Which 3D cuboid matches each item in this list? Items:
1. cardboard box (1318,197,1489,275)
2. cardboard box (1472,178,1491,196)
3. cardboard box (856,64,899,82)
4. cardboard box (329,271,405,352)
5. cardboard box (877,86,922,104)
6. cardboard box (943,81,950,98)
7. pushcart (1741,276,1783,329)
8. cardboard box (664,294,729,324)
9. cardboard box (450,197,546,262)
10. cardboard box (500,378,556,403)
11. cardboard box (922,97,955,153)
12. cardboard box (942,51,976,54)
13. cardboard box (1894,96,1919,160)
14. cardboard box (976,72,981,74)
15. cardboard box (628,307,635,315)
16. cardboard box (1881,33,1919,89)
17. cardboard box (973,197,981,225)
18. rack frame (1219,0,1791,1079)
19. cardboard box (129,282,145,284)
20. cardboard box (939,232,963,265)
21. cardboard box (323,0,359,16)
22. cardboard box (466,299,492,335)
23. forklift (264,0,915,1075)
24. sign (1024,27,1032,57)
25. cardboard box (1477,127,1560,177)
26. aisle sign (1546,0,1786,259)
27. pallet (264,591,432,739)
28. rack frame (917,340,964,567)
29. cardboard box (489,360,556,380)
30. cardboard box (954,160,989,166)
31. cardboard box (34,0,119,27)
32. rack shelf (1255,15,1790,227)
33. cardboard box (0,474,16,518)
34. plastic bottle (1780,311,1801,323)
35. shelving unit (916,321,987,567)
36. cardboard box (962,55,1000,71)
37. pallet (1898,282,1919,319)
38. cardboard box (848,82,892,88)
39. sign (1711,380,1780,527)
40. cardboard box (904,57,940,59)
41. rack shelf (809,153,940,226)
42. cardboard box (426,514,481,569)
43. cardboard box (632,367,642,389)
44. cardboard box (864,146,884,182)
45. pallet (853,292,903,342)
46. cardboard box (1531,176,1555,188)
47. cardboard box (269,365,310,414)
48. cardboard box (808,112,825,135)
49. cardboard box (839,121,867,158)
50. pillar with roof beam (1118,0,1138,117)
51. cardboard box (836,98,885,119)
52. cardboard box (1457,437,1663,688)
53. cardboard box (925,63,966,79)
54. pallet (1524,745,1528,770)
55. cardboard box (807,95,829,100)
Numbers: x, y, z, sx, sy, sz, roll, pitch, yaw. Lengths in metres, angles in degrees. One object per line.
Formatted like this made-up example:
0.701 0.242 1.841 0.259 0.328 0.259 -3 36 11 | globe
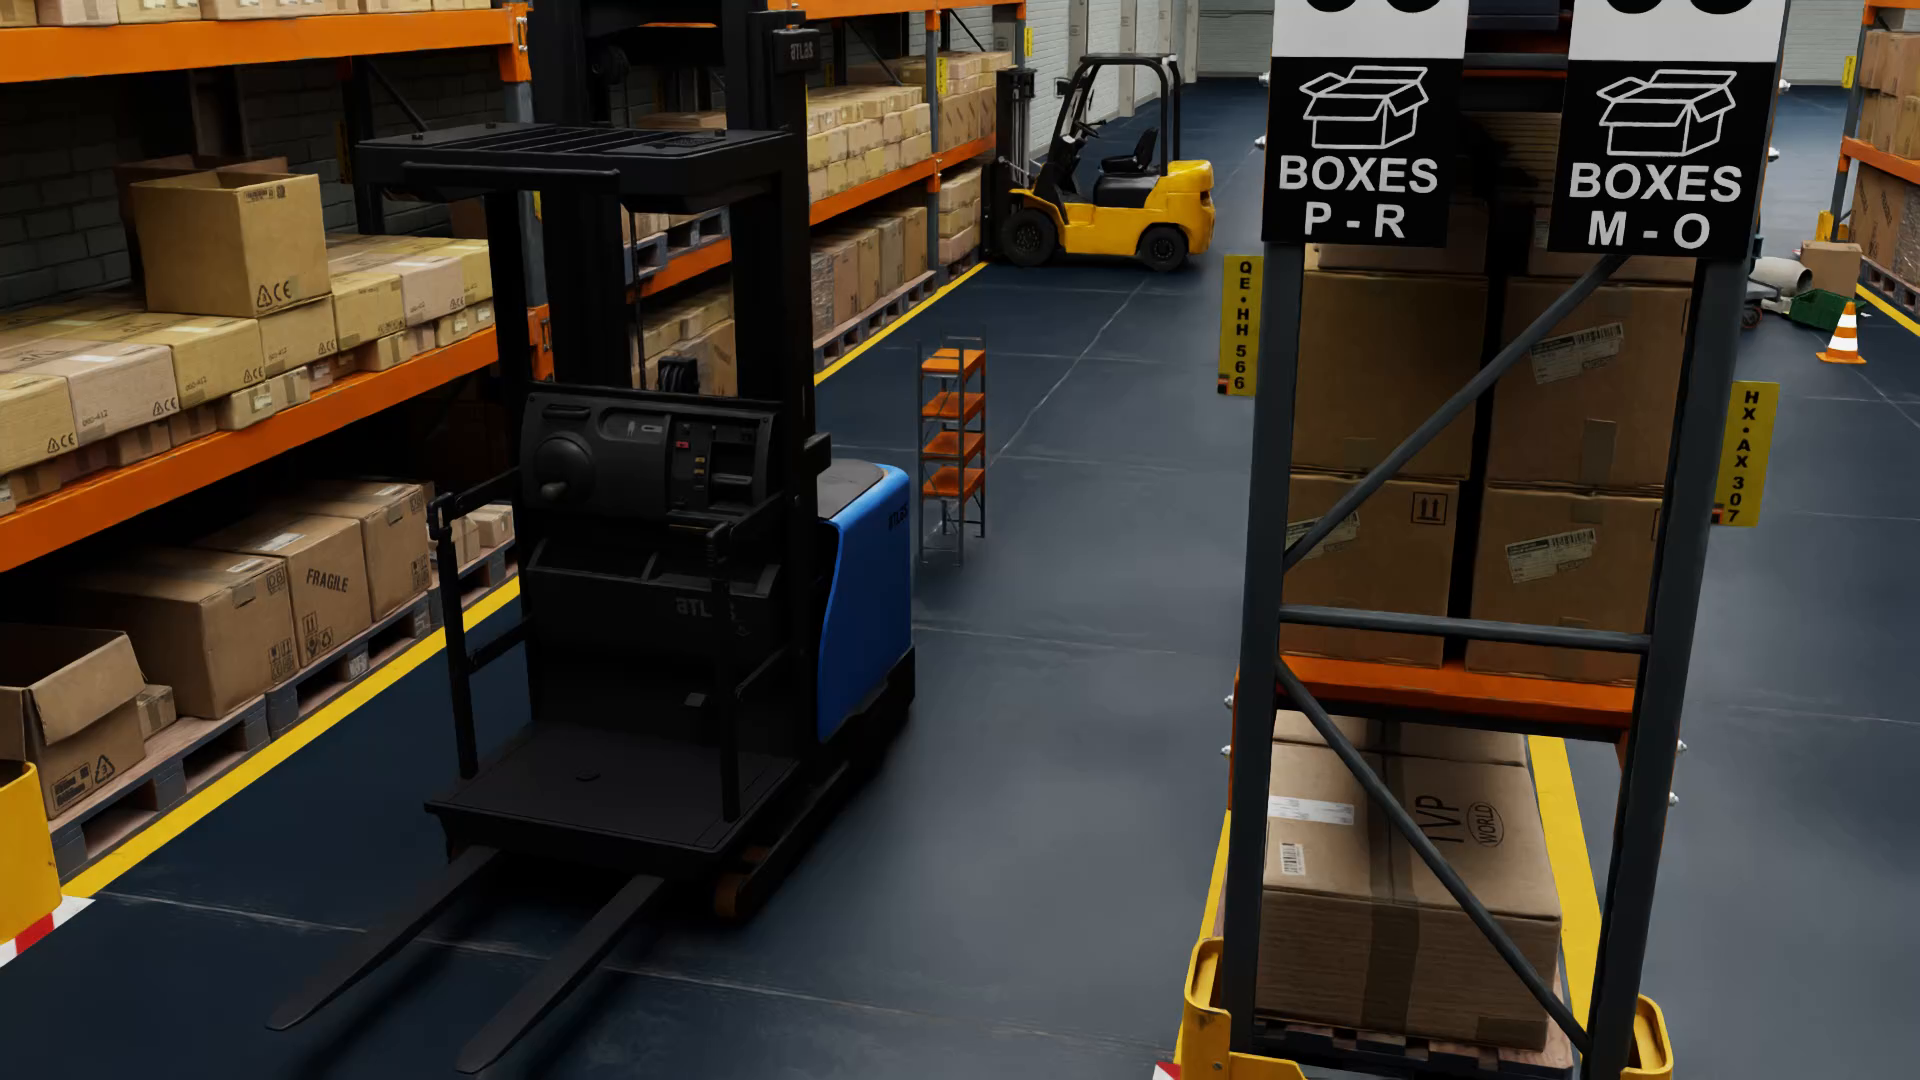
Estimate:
1.068 -0.741 4.011 0.380 0.149 0.250 5 19 14 | cardboard box
1.927 -0.914 5.522 0.500 0.500 0.500 5 19 14 | cardboard box
-0.821 -4.631 16.488 0.380 0.149 0.250 4 19 12 | cardboard box
-2.793 -1.007 7.267 0.500 0.250 0.500 5 19 13 | cardboard box
-0.576 -4.167 15.588 0.380 0.149 0.250 5 20 15 | cardboard box
-0.313 -4.452 16.422 0.380 0.149 0.250 5 20 15 | cardboard box
6.329 -2.141 14.872 1.648 0.377 0.936 -2 19 -6 | pushcart
-1.813 -1.585 11.402 0.380 0.149 0.250 5 20 15 | cardboard box
-2.327 -1.810 9.041 0.700 0.500 0.500 5 20 15 | cardboard box
-2.317 -0.844 9.231 0.380 0.149 0.250 6 20 16 | cardboard box
-0.346 -4.103 16.404 0.500 0.500 0.500 4 19 12 | cardboard box
-0.020 -5.597 19.316 0.380 0.149 0.250 4 19 12 | cardboard box
9.400 -3.883 15.682 0.875 0.550 0.500 5 19 13 | cardboard box
0.018 -4.939 17.849 0.380 0.149 0.250 5 19 13 | cardboard box
-2.379 -1.458 11.029 0.380 0.149 0.250 5 19 14 | cardboard box
9.735 -4.730 16.492 0.875 0.550 0.550 5 19 13 | cardboard box
-0.035 -3.513 17.663 0.500 0.250 0.500 4 19 13 | cardboard box
1.171 0.215 3.918 0.949 2.616 0.053 5 19 13 | rack frame
-3.289 -1.046 7.382 0.500 0.250 0.500 5 20 15 | cardboard box
-0.269 -2.960 16.817 0.500 0.250 0.500 5 19 14 | cardboard box
-2.759 -2.276 6.959 0.380 0.149 0.250 5 20 15 | cardboard box
-2.538 -1.108 8.178 0.380 0.149 0.250 5 20 15 | cardboard box
-1.131 -0.269 5.440 1.130 2.935 3.031 6 20 17 | forklift
0.792 -5.804 19.380 0.100 0.325 0.005 5 19 13 | sign
2.011 -1.349 5.791 0.380 0.149 0.250 4 19 12 | cardboard box
1.438 -0.970 3.364 0.394 0.787 0.004 5 19 13 | aisle sign
-3.127 0.489 7.430 1.003 0.211 1.213 5 19 13 | pallet
-0.100 -0.439 8.618 0.240 1.200 0.015 5 19 13 | rack frame
-2.376 -0.989 9.197 0.380 0.149 0.250 4 19 12 | cardboard box
0.227 -4.073 18.529 0.500 0.250 0.500 5 19 14 | cardboard box
-3.058 -1.791 5.539 0.380 0.149 0.250 5 20 15 | cardboard box
1.663 -1.491 5.384 1.077 0.370 4.000 5 19 13 | rack shelf
-3.293 -0.138 5.341 0.380 0.149 0.250 5 19 13 | cardboard box
7.535 -2.002 14.955 0.133 0.061 0.283 -5 20 -15 | plastic bottle
-0.040 -0.516 8.842 0.258 1.200 0.503 5 19 13 | shelving unit
0.229 -5.230 18.242 0.380 0.149 0.250 5 20 15 | cardboard box
9.193 -2.100 15.008 1.003 0.211 1.213 5 19 13 | pallet
-0.878 -4.412 16.307 0.380 0.149 0.250 5 19 13 | cardboard box
1.711 -0.187 3.631 0.100 0.325 0.005 5 19 13 | sign
-0.425 -5.115 17.904 0.380 0.149 0.250 5 19 14 | cardboard box
-1.197 -2.970 14.355 1.077 0.370 4.000 5 19 13 | rack shelf
-2.601 -0.025 8.200 0.396 0.266 0.258 5 20 15 | cardboard box
-2.206 -0.747 9.951 0.500 0.500 0.500 4 19 13 | cardboard box
-0.965 -3.214 14.188 0.500 0.250 0.500 5 20 15 | cardboard box
-1.146 -2.000 14.716 1.003 0.211 1.213 5 19 13 | pallet
1.699 -0.862 4.366 0.380 0.149 0.250 5 20 15 | cardboard box
-2.886 -0.622 6.758 0.380 0.149 0.250 5 20 15 | cardboard box
-1.258 -3.198 12.752 0.380 0.149 0.250 5 20 15 | cardboard box
-1.071 -3.288 13.632 0.500 0.250 0.500 4 19 12 | cardboard box
7.798 -13.185 33.866 9.100 9.000 0.400 5 19 13 | pillar with roof beam
-0.849 -3.675 14.147 0.380 0.149 0.250 4 19 12 | cardboard box
1.570 0.040 4.276 0.500 0.500 0.500 5 19 13 | cardboard box
-0.150 -4.751 16.838 0.380 0.149 0.250 5 20 15 | cardboard box
1.594 0.897 6.236 1.003 0.211 1.213 5 19 13 | pallet
-1.365 -3.803 14.522 0.380 0.149 0.250 5 19 13 | cardboard box
